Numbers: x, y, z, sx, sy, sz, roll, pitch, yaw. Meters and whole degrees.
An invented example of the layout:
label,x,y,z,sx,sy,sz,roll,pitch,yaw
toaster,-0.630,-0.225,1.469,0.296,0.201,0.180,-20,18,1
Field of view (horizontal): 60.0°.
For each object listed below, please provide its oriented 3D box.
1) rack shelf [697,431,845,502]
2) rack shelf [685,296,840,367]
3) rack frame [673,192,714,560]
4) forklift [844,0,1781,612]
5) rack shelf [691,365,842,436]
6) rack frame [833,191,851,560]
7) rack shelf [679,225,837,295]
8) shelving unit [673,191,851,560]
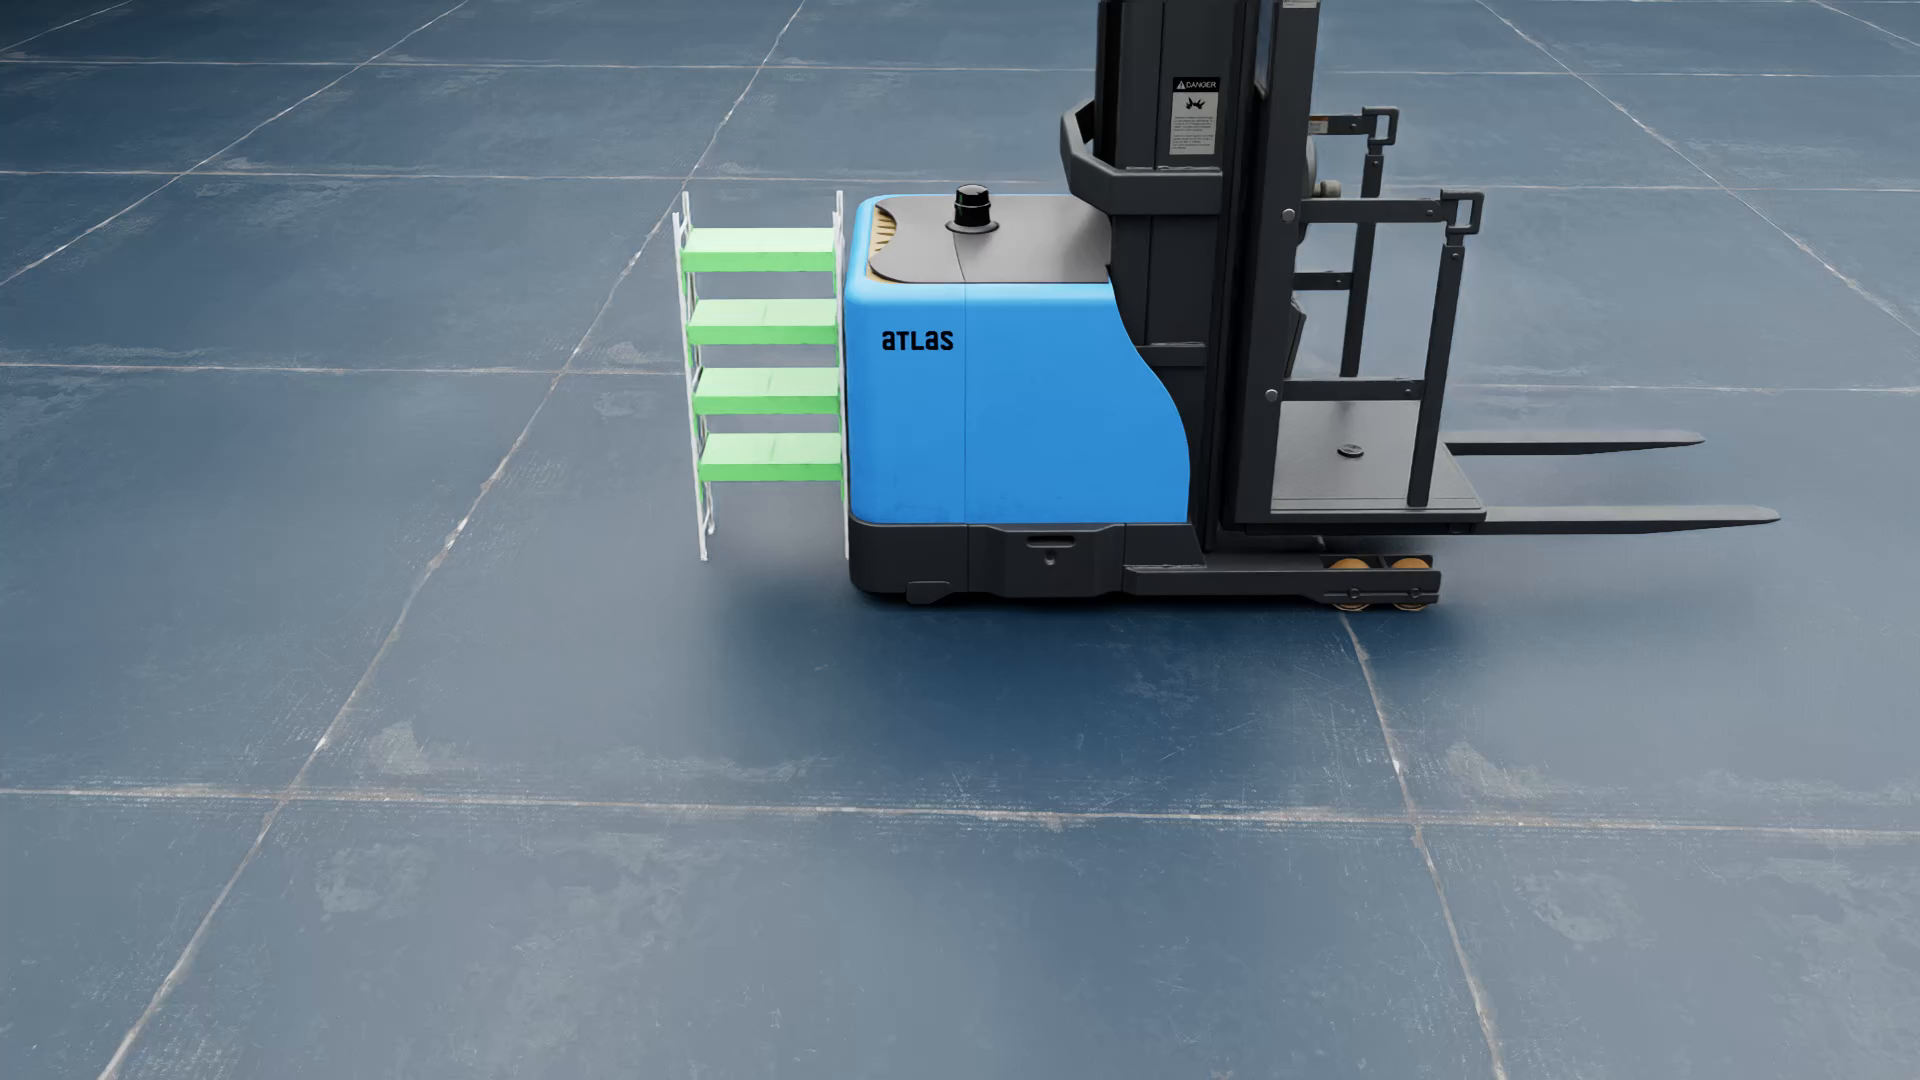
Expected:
label,x,y,z,sx,sy,sz,roll,pitch,yaw
rack shelf,-0.624,-0.250,5.590,0.480,0.148,0.258,0,28,-1
rack shelf,-0.624,-0.675,5.365,0.480,0.148,0.258,0,28,-1
rack frame,-0.868,-0.518,5.445,0.015,1.200,0.240,0,28,-1
forklift,1.155,-1.316,5.103,3.031,2.935,1.130,0,28,-1
rack shelf,-0.624,-0.463,5.478,0.480,0.148,0.258,0,28,-1
rack frame,-0.380,-0.520,5.450,0.015,1.200,0.240,0,28,-1
rack shelf,-0.624,-0.887,5.253,0.480,0.148,0.258,0,28,-1
shelving unit,-0.624,-0.519,5.448,0.503,1.200,0.258,0,28,-1
